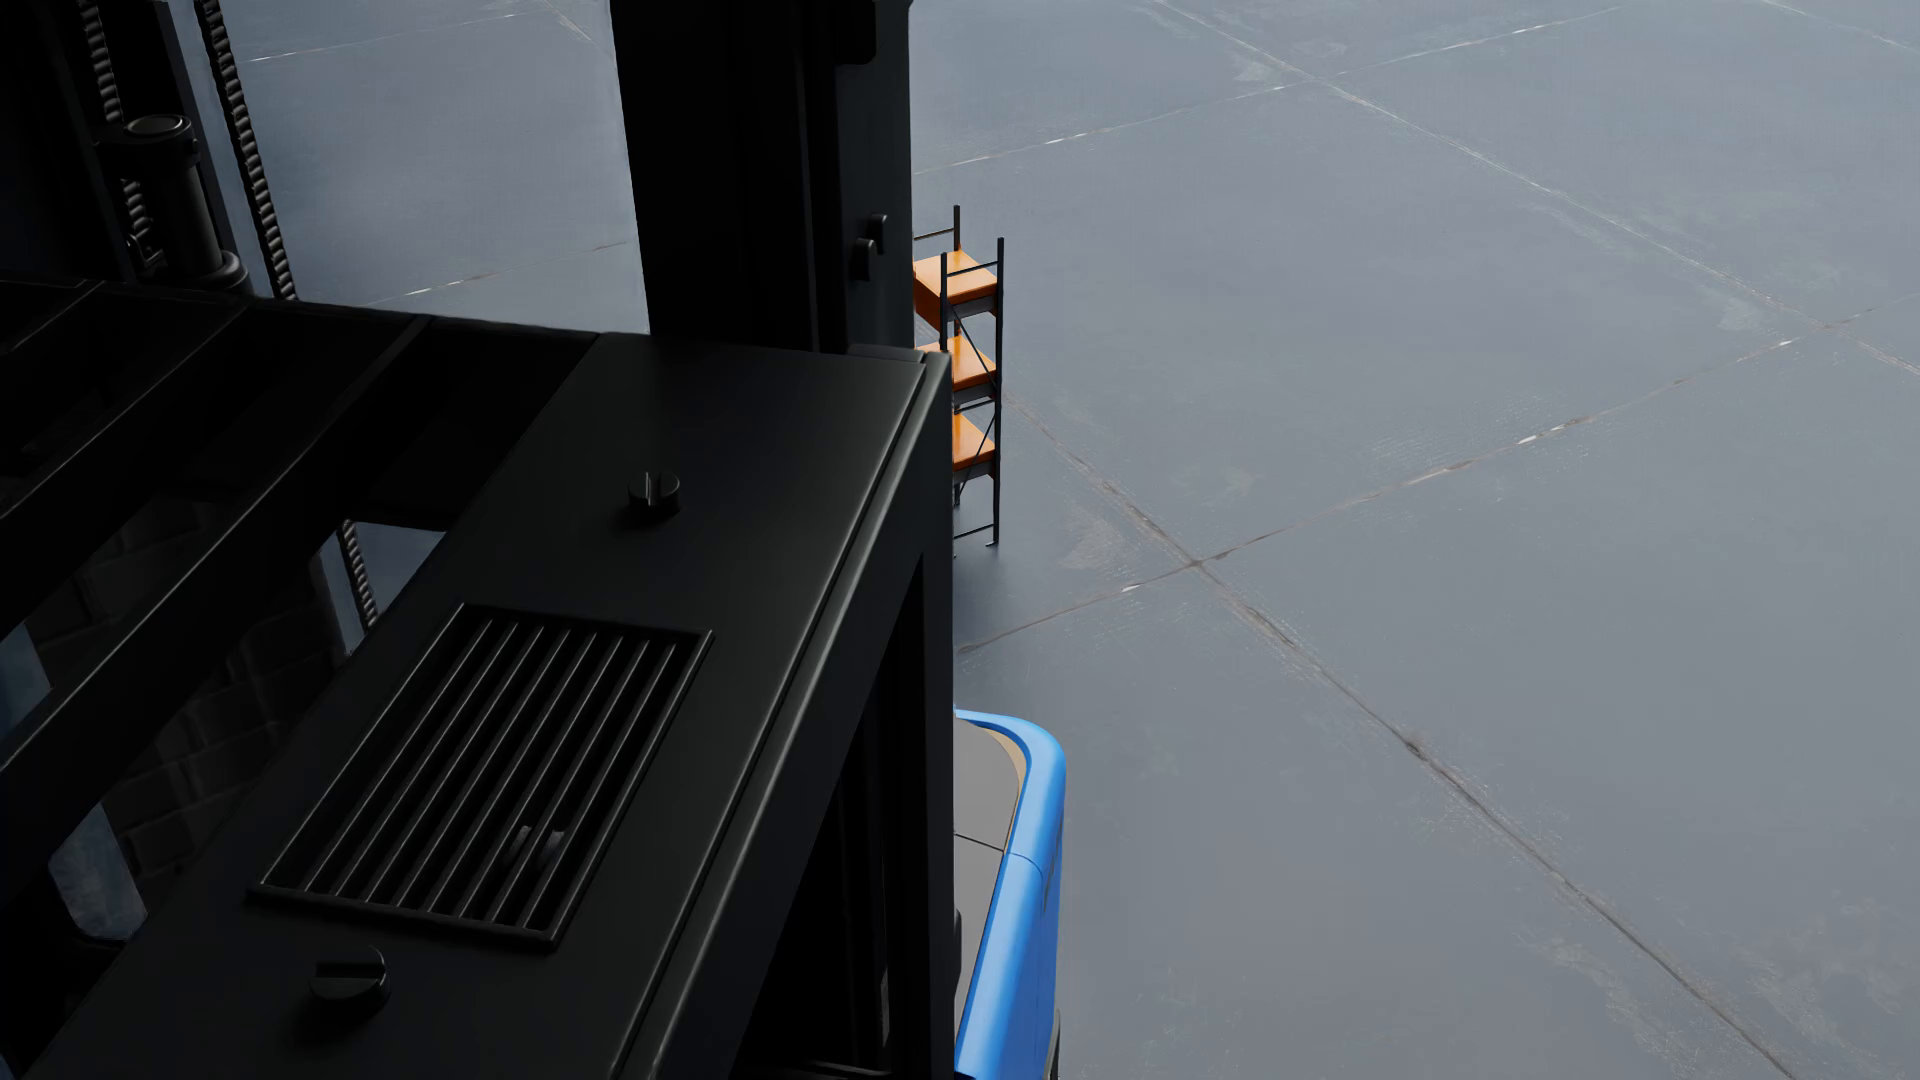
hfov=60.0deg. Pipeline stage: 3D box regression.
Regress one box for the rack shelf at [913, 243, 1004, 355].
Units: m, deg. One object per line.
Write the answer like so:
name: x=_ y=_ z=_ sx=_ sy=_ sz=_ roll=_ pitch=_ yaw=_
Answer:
rack shelf: x=-0.027 y=-0.672 z=4.817 sx=0.215 sy=0.259 sz=0.240 roll=-19 pitch=40 yaw=-24

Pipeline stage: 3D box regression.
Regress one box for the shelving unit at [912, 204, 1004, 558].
shelving unit: x=-0.027 y=-0.451 z=4.978 sx=0.215 sy=1.050 sz=0.252 roll=-19 pitch=40 yaw=-24

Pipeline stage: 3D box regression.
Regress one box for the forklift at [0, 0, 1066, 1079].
forklift: x=-0.597 y=0.804 z=1.665 sx=1.130 sy=2.935 sz=3.031 roll=7 pitch=37 yaw=9

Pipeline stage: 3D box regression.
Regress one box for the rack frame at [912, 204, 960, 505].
rack frame: x=-0.088 y=-0.513 z=5.063 sx=0.200 sy=1.050 sz=0.008 roll=-19 pitch=40 yaw=-24

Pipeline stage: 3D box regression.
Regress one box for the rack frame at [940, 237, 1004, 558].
rack frame: x=0.034 y=-0.389 z=4.893 sx=0.200 sy=1.050 sz=0.008 roll=-19 pitch=40 yaw=-24

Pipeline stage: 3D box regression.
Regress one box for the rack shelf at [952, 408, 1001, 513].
rack shelf: x=-0.027 y=-0.218 z=5.148 sx=0.215 sy=0.259 sz=0.240 roll=-19 pitch=40 yaw=-24

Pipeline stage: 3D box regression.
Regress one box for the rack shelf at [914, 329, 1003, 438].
rack shelf: x=-0.027 y=-0.443 z=4.984 sx=0.215 sy=0.259 sz=0.240 roll=-19 pitch=40 yaw=-24
